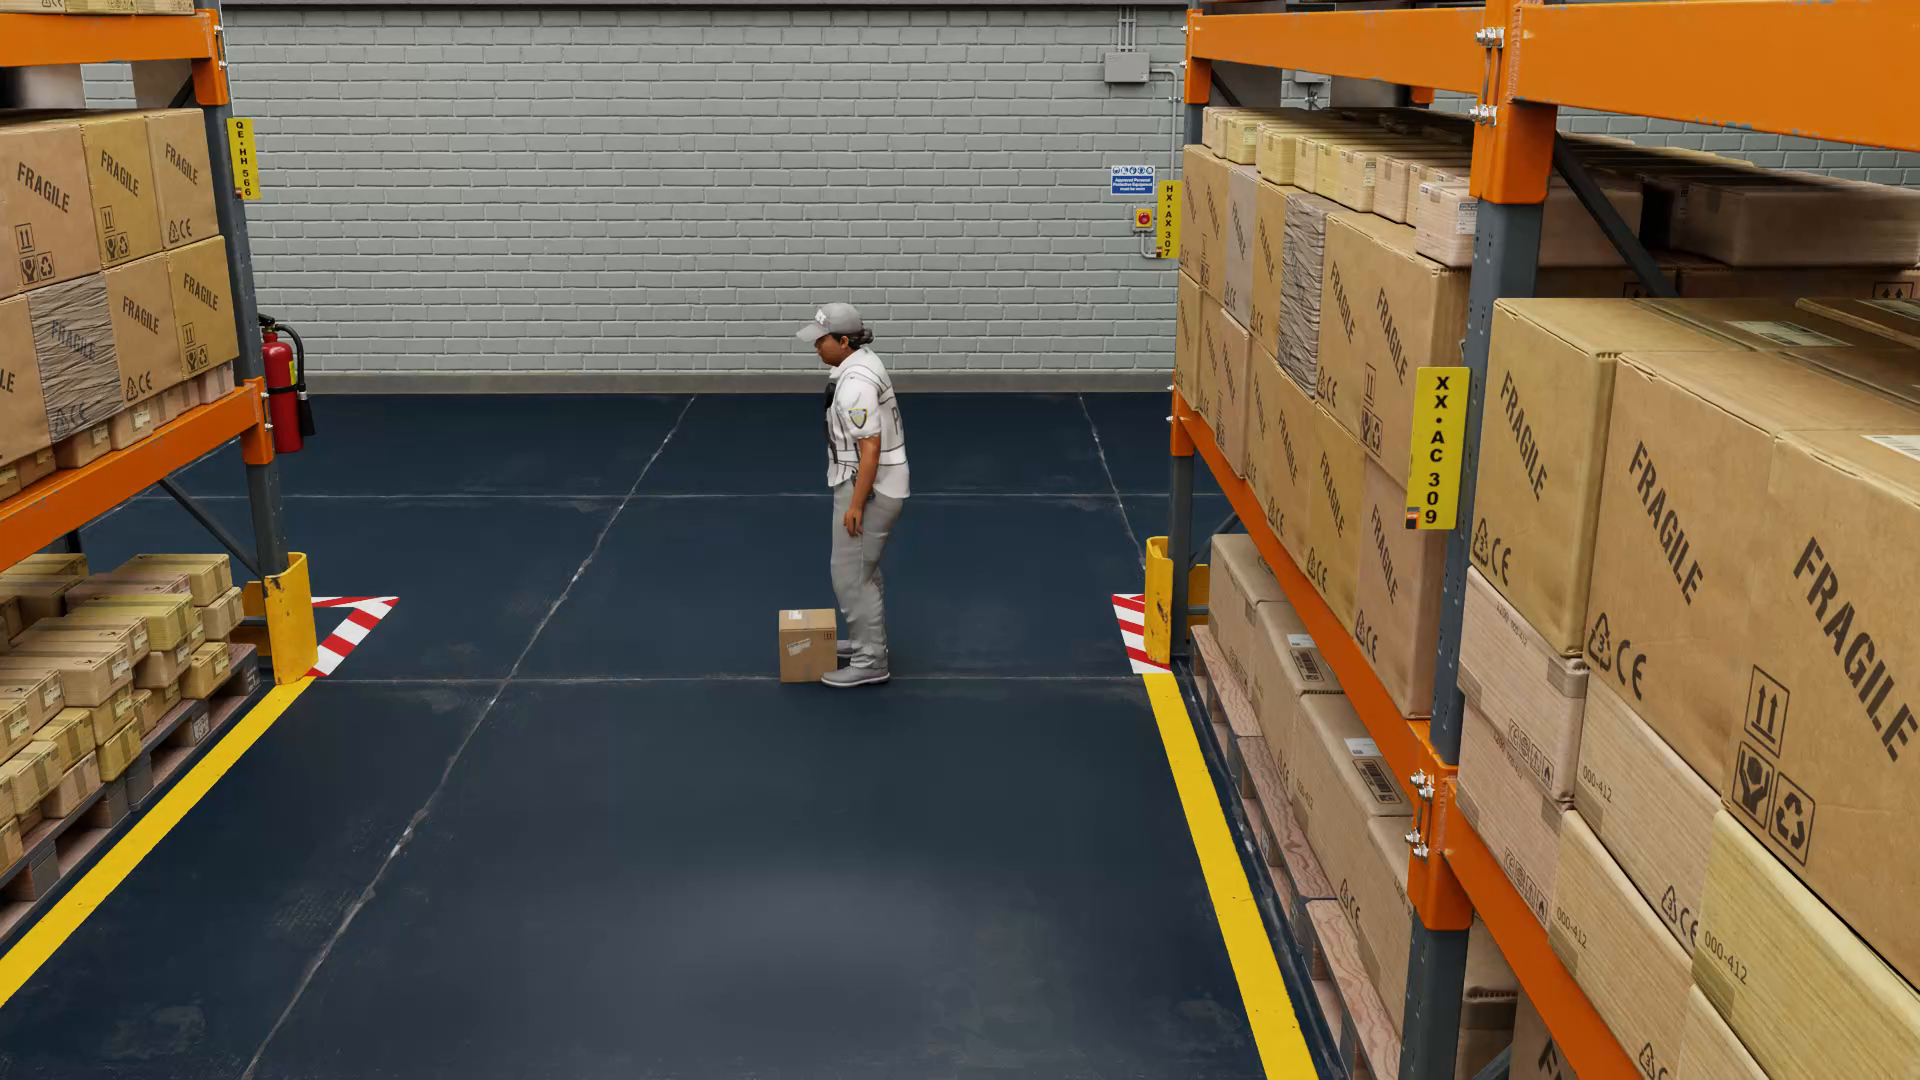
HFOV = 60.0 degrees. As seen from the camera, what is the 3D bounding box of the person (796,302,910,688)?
[{"bbox_3d":[-0.455,-0.208,7.204,0.469,1.666,0.563,-1,17,-4],"label":"person"}]
